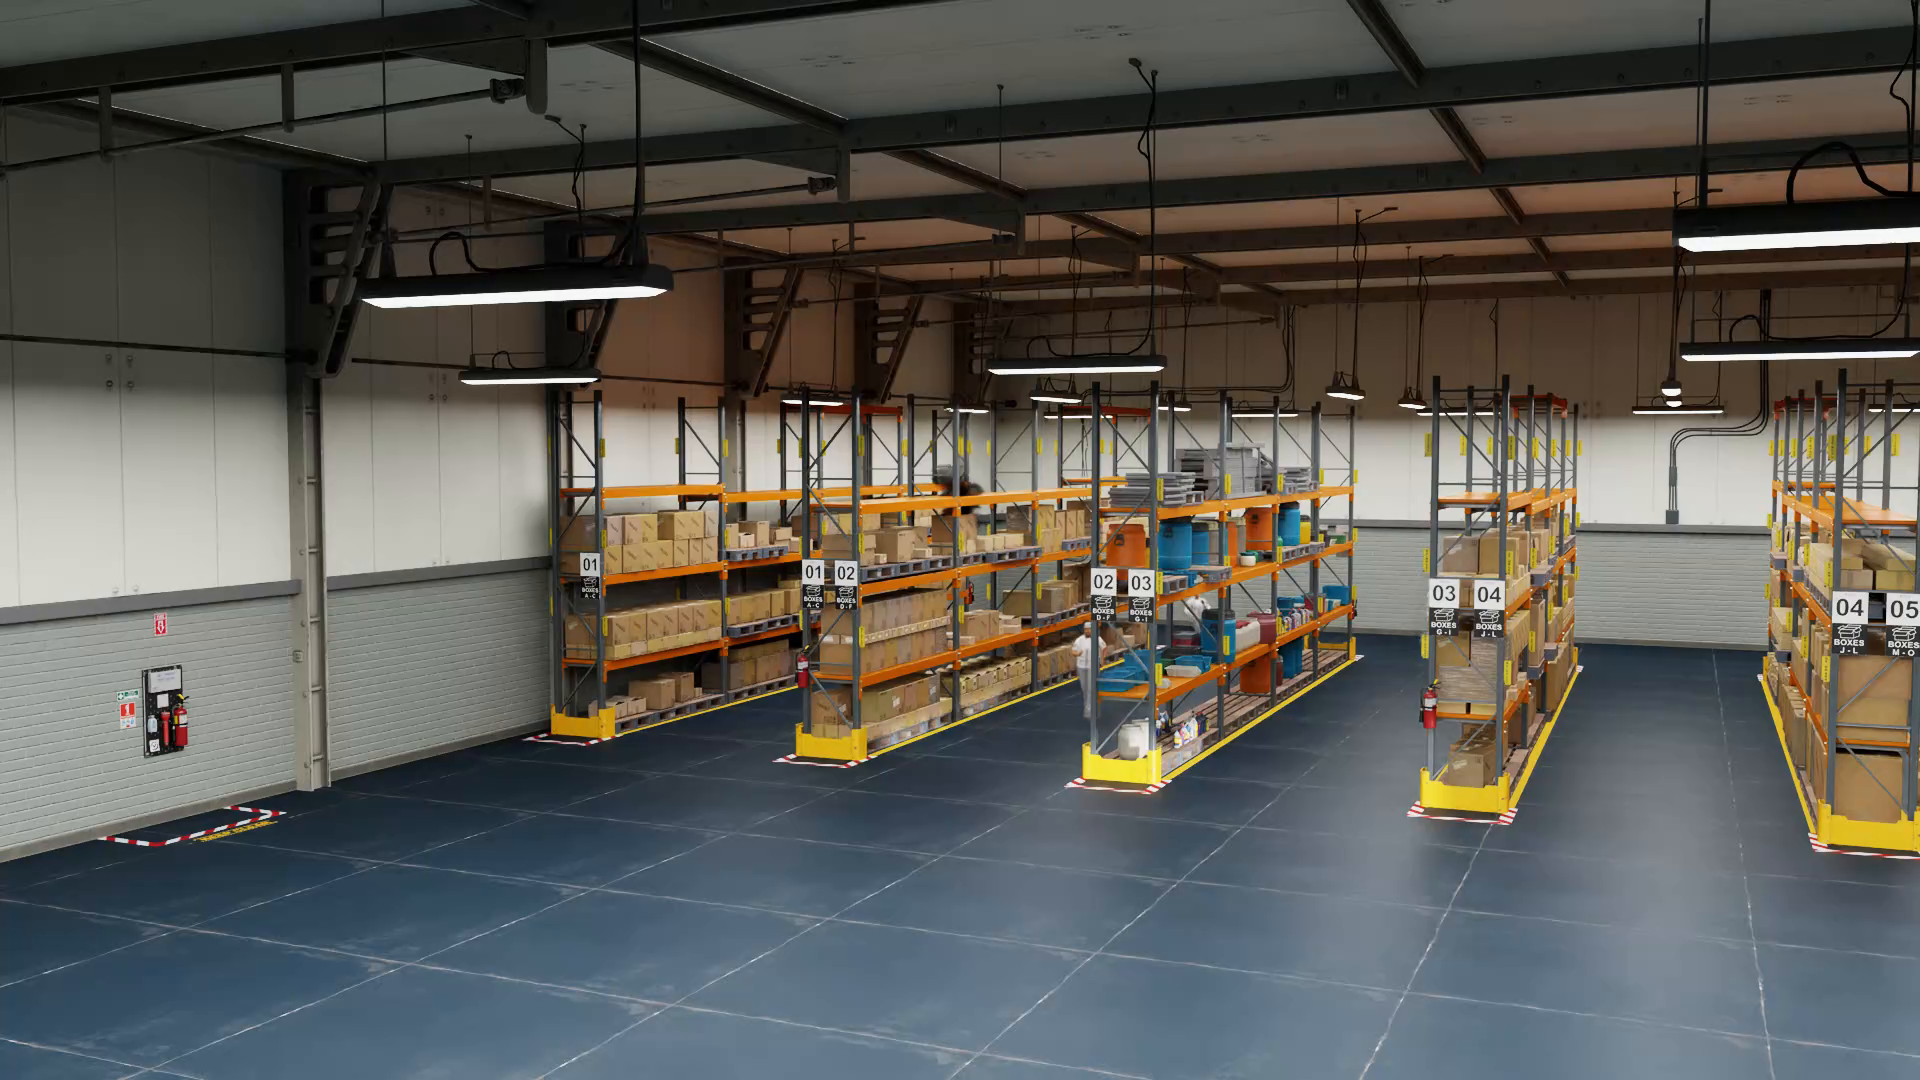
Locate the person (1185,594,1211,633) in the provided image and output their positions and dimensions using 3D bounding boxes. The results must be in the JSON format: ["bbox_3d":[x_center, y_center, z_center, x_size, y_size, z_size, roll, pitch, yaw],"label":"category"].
[{"bbox_3d":[5.820,1.947,40.655,0.654,1.648,0.652,0,3,-2],"label":"person"}]

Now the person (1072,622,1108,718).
[{"bbox_3d":[2.275,2.302,29.503,0.607,1.700,0.879,1,3,18],"label":"person"}]
